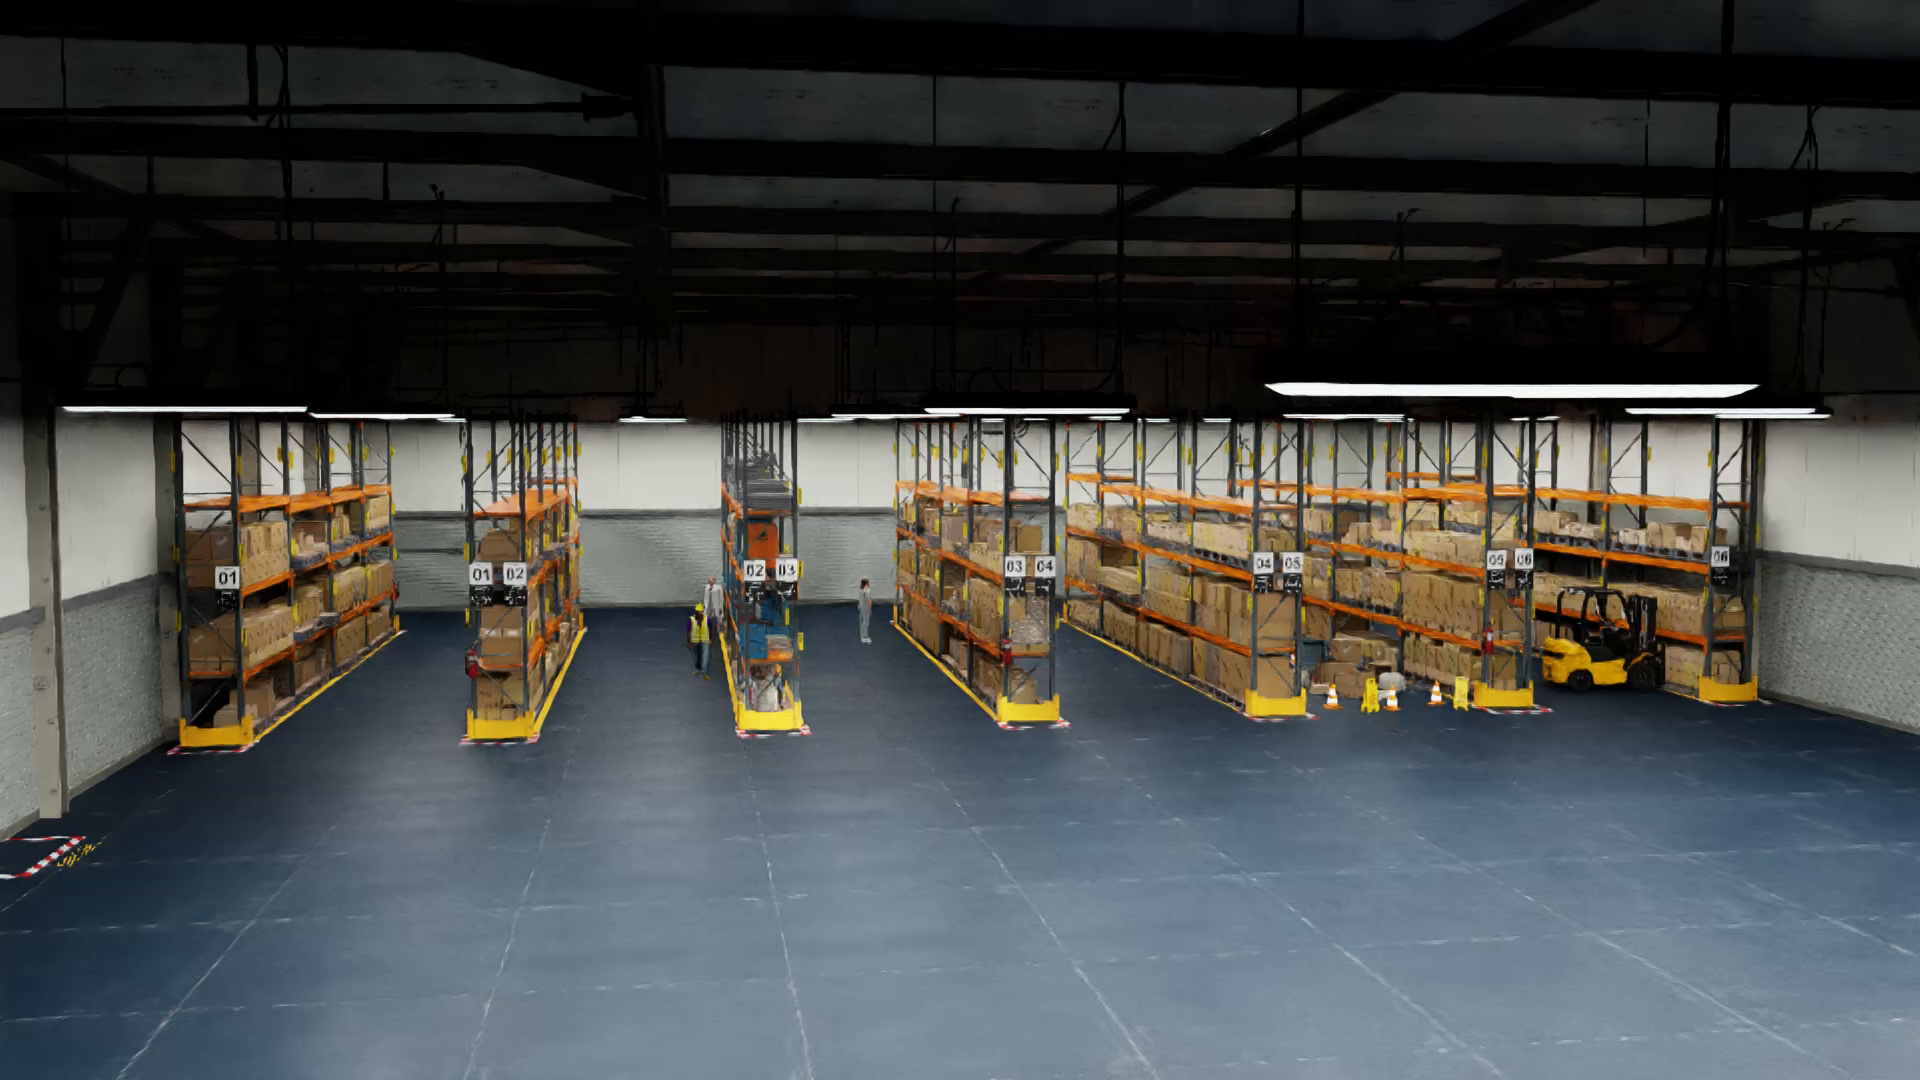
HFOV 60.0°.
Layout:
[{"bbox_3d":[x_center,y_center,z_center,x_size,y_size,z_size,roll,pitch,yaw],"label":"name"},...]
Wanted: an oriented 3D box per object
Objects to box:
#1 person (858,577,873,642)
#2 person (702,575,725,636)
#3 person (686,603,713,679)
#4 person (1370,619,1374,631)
[{"bbox_3d":[-2.459,1.821,43.723,0.451,1.679,0.540,-3,5,-39],"label":"person"},{"bbox_3d":[-6.554,1.782,44.019,0.630,1.738,1.016,1,4,18],"label":"person"},{"bbox_3d":[-5.867,2.245,37.404,0.573,1.664,1.121,0,4,-7],"label":"person"},{"bbox_3d":[10.944,1.804,44.158,0.540,1.646,1.130,-1,4,-12],"label":"person"}]
